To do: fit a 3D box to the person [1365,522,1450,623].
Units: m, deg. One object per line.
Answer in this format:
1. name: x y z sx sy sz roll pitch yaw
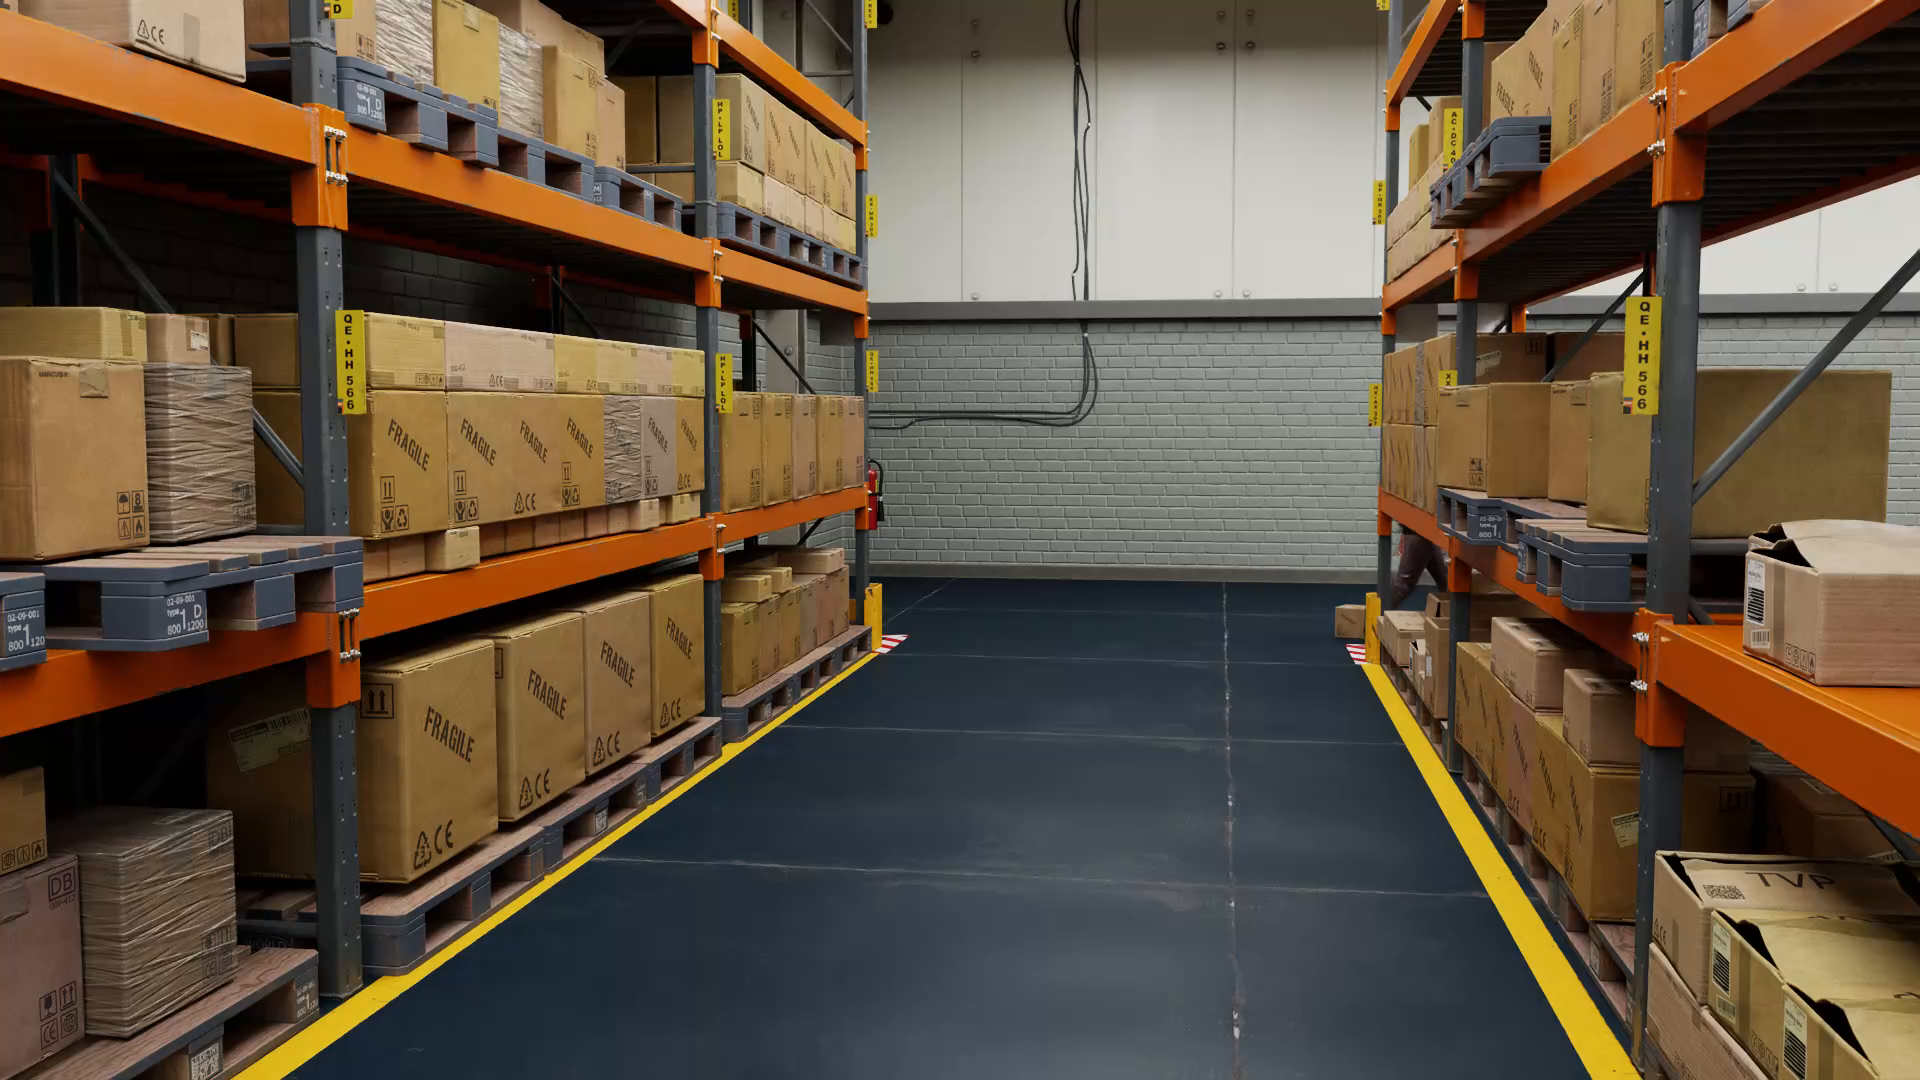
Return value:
1. person: 3.831 -0.017 13.502 1.031 1.671 0.546 1 5 15
